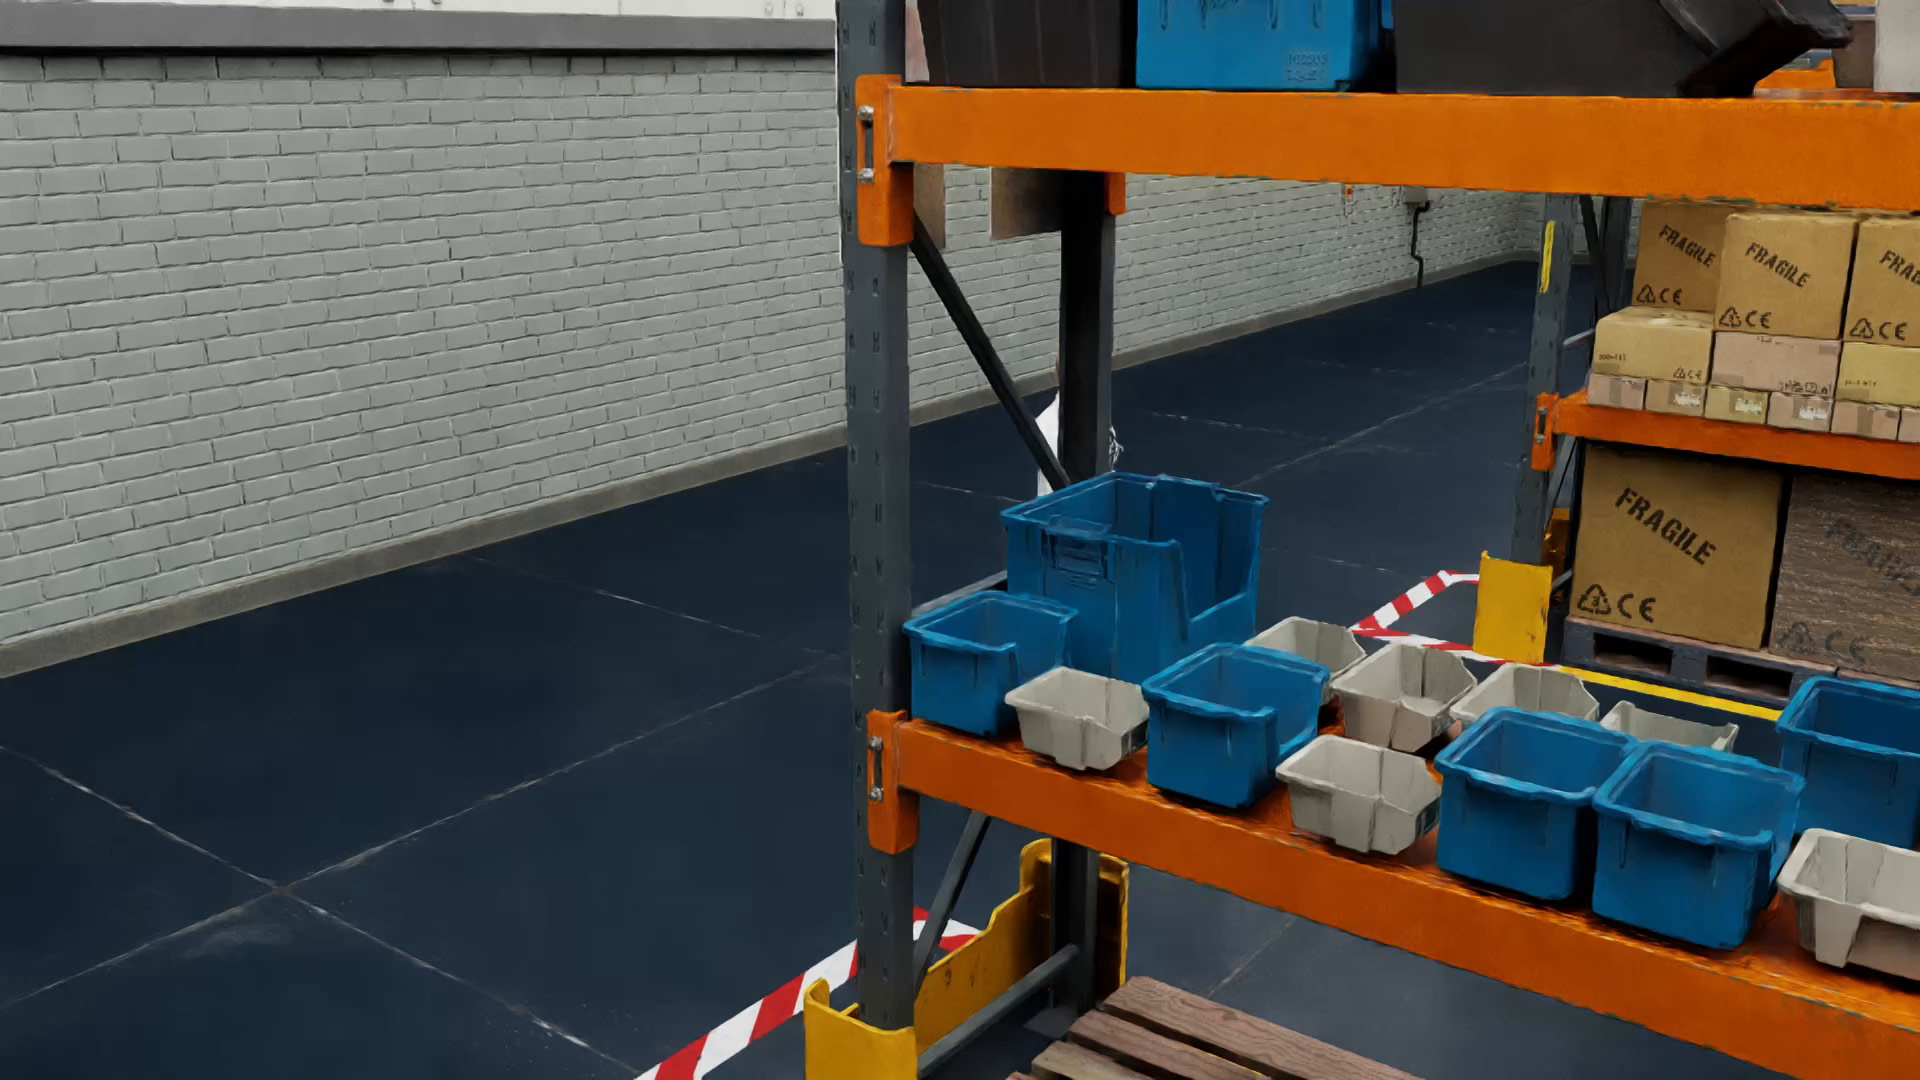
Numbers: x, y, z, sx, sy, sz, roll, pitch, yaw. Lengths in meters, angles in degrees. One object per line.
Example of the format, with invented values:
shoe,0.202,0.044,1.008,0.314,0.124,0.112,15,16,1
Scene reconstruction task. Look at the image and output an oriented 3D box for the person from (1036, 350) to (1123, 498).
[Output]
person,0.572,0.039,6.976,0.913,1.772,0.777,7,18,23
